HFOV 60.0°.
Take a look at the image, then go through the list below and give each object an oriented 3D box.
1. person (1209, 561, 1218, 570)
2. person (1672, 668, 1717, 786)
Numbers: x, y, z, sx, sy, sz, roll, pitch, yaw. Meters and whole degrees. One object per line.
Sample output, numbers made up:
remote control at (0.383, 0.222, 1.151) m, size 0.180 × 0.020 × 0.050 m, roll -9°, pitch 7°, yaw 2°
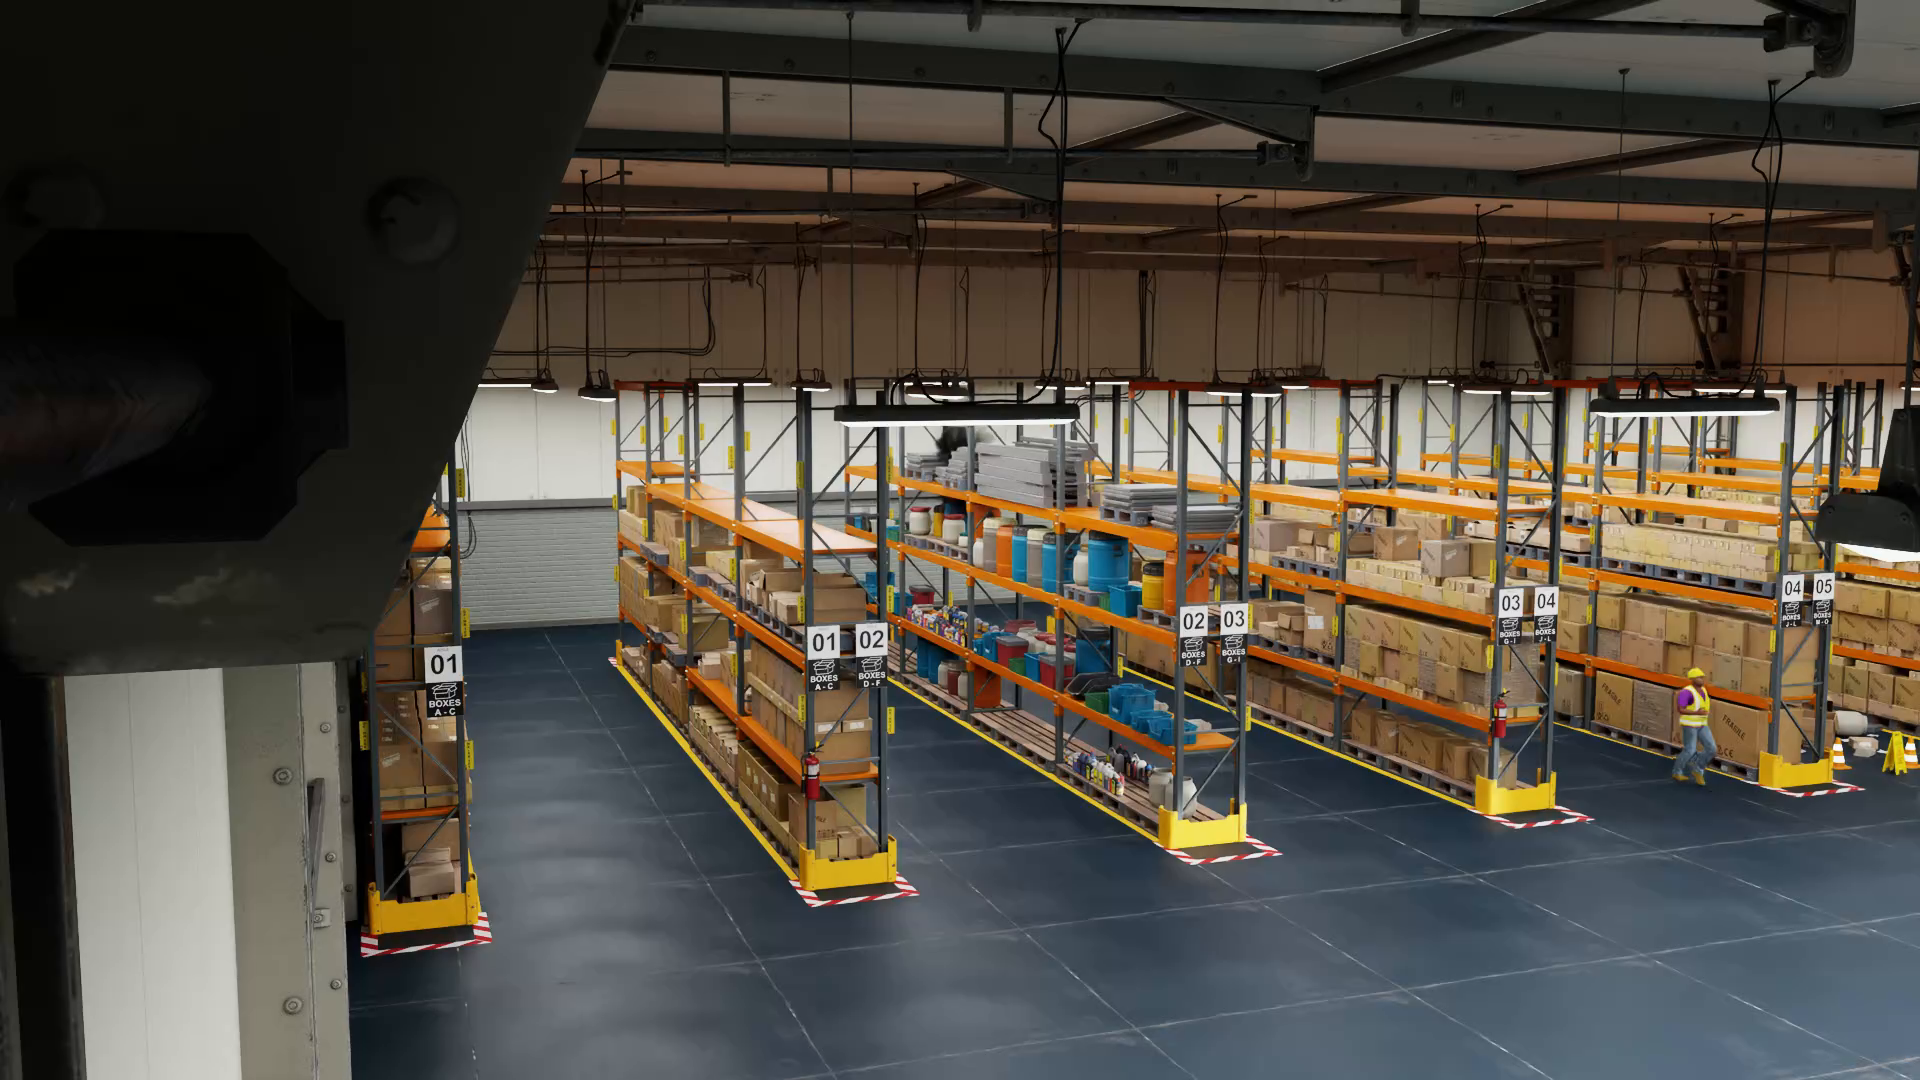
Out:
person at (5.789, 1.163, 40.816) m, size 0.998 × 1.697 × 0.864 m, roll -2°, pitch 6°, yaw -19°
person at (11.066, 2.826, 25.004) m, size 0.693 × 1.813 × 0.659 m, roll -3°, pitch 7°, yaw -28°
